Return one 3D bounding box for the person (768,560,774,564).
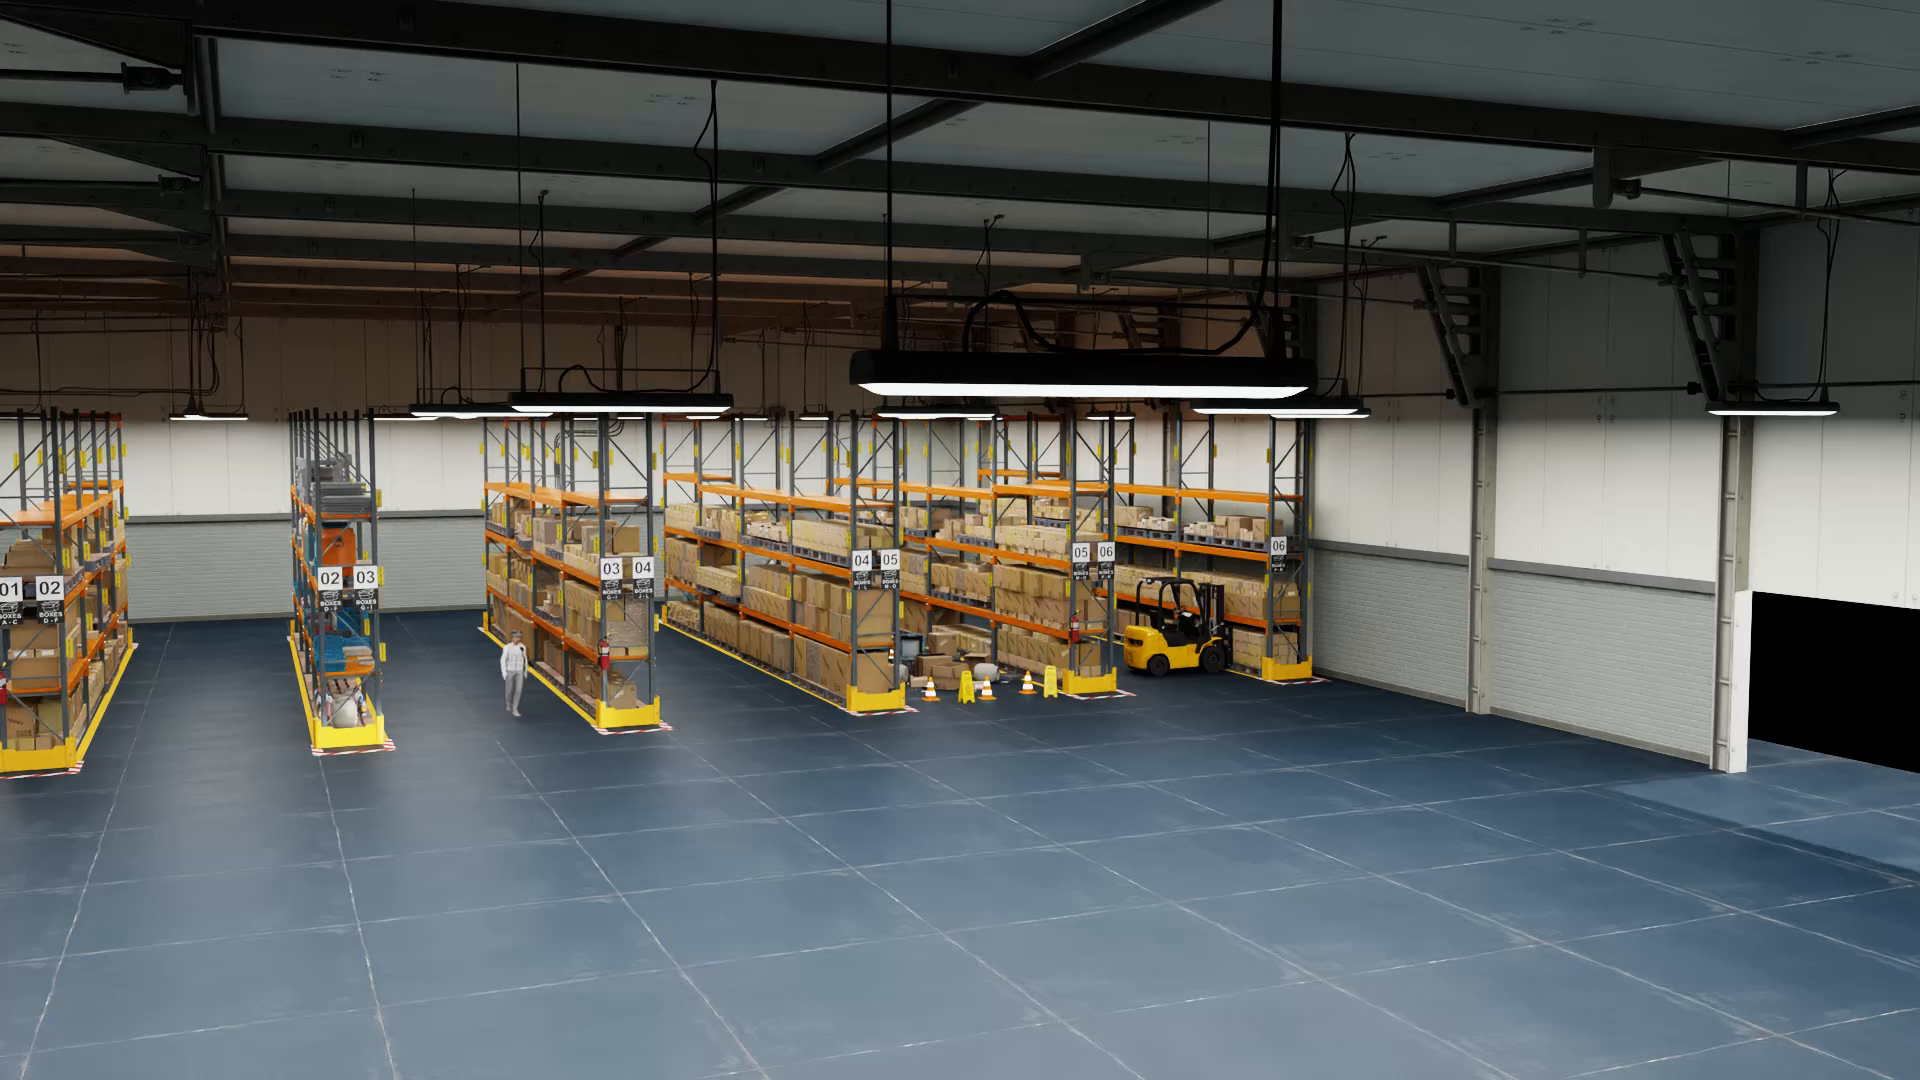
[{"bbox_3d":[-5.494,1.465,48.101,0.580,1.791,0.489,3,5,33],"label":"person"}]

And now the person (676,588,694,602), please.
[{"bbox_3d":[-8.169,1.385,49.515,0.610,1.734,0.919,3,5,38],"label":"person"}]

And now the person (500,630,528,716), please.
[{"bbox_3d":[-8.785,2.623,32.808,0.564,1.701,0.665,-2,5,-29],"label":"person"}]
